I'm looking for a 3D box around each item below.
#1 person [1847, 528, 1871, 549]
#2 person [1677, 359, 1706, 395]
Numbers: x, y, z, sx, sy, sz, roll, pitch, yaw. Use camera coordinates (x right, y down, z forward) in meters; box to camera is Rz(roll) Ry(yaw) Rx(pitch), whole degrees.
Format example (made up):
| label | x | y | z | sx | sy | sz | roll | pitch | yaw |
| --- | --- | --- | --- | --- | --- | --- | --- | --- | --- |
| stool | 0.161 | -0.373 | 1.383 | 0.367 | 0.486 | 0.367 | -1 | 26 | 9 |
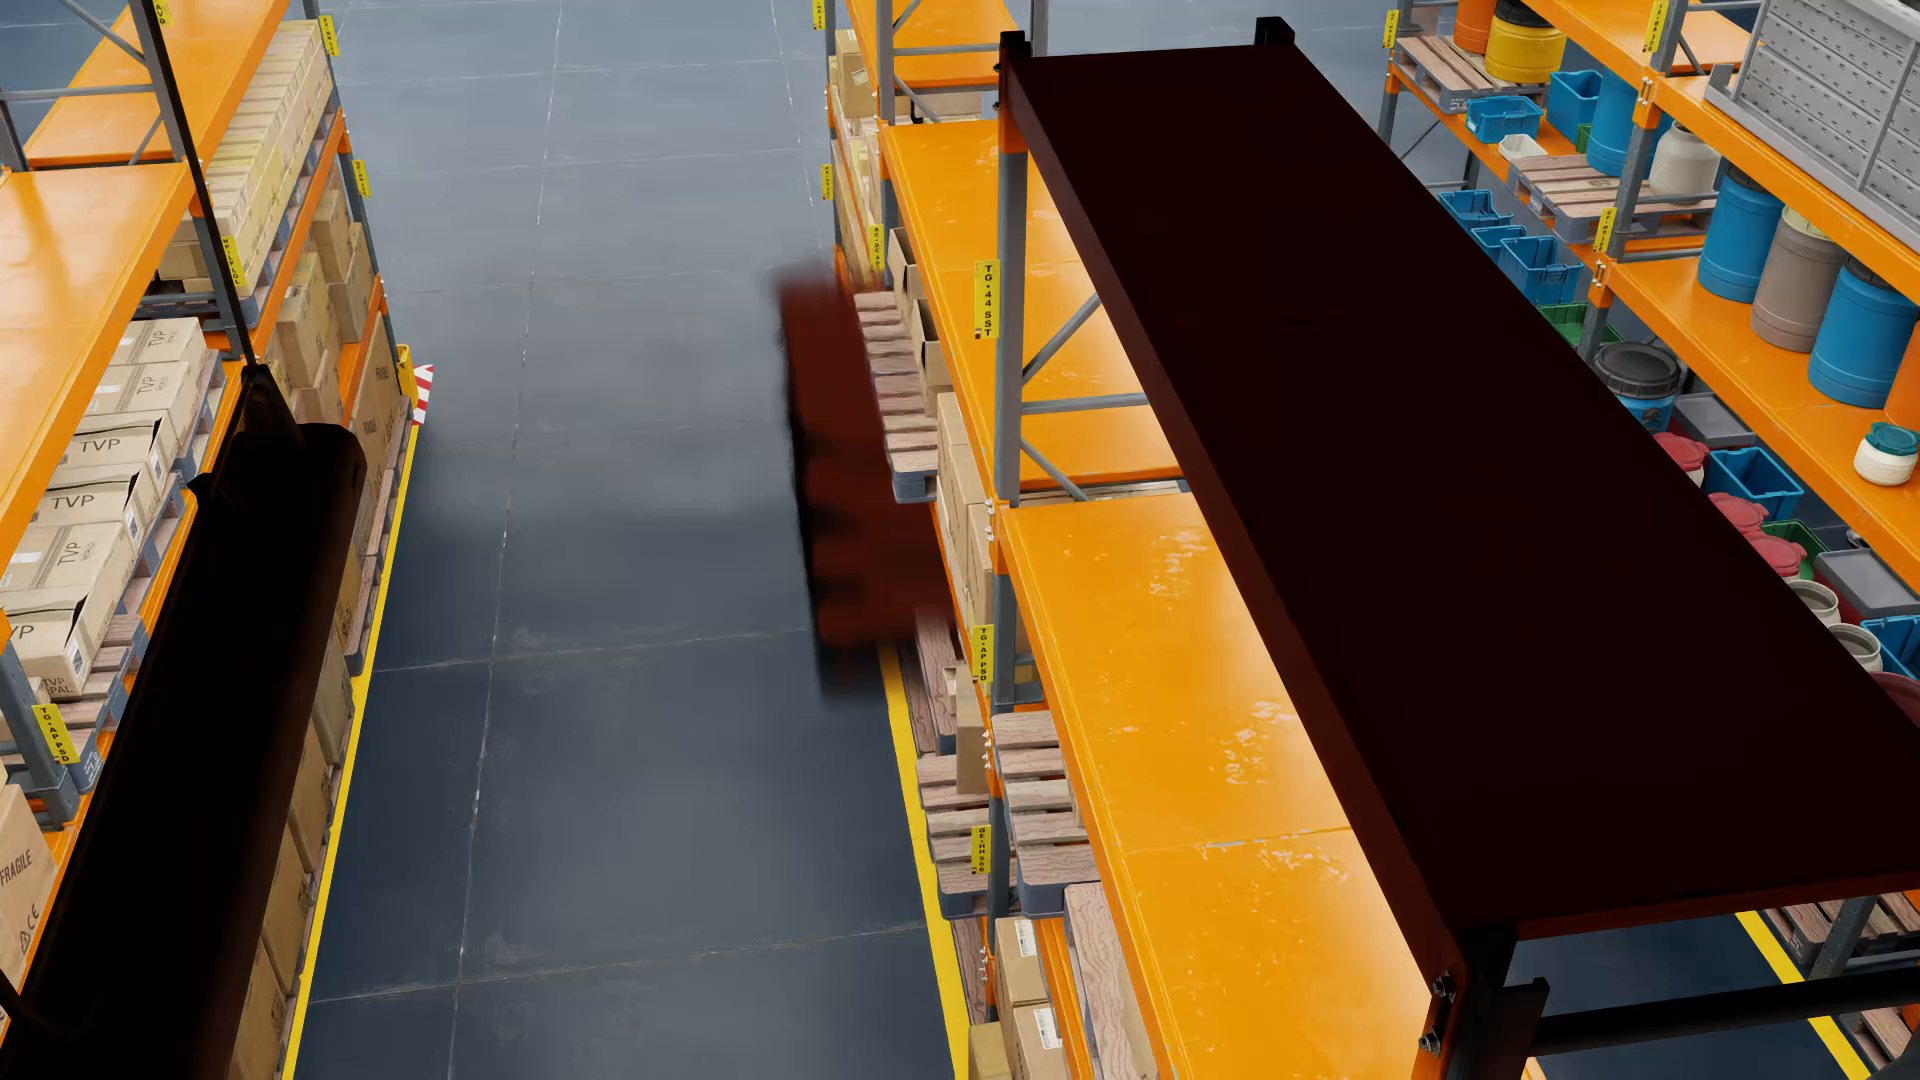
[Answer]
| label | x | y | z | sx | sy | sz | roll | pitch | yaw |
| --- | --- | --- | --- | --- | --- | --- | --- | --- | --- |
| person | 7.279 | -0.369 | 12.653 | 0.401 | 1.517 | 0.986 | -4 | 36 | -5 |
| person | 6.554 | -1.888 | 14.527 | 0.633 | 1.773 | 0.581 | 1 | 36 | 2 |
